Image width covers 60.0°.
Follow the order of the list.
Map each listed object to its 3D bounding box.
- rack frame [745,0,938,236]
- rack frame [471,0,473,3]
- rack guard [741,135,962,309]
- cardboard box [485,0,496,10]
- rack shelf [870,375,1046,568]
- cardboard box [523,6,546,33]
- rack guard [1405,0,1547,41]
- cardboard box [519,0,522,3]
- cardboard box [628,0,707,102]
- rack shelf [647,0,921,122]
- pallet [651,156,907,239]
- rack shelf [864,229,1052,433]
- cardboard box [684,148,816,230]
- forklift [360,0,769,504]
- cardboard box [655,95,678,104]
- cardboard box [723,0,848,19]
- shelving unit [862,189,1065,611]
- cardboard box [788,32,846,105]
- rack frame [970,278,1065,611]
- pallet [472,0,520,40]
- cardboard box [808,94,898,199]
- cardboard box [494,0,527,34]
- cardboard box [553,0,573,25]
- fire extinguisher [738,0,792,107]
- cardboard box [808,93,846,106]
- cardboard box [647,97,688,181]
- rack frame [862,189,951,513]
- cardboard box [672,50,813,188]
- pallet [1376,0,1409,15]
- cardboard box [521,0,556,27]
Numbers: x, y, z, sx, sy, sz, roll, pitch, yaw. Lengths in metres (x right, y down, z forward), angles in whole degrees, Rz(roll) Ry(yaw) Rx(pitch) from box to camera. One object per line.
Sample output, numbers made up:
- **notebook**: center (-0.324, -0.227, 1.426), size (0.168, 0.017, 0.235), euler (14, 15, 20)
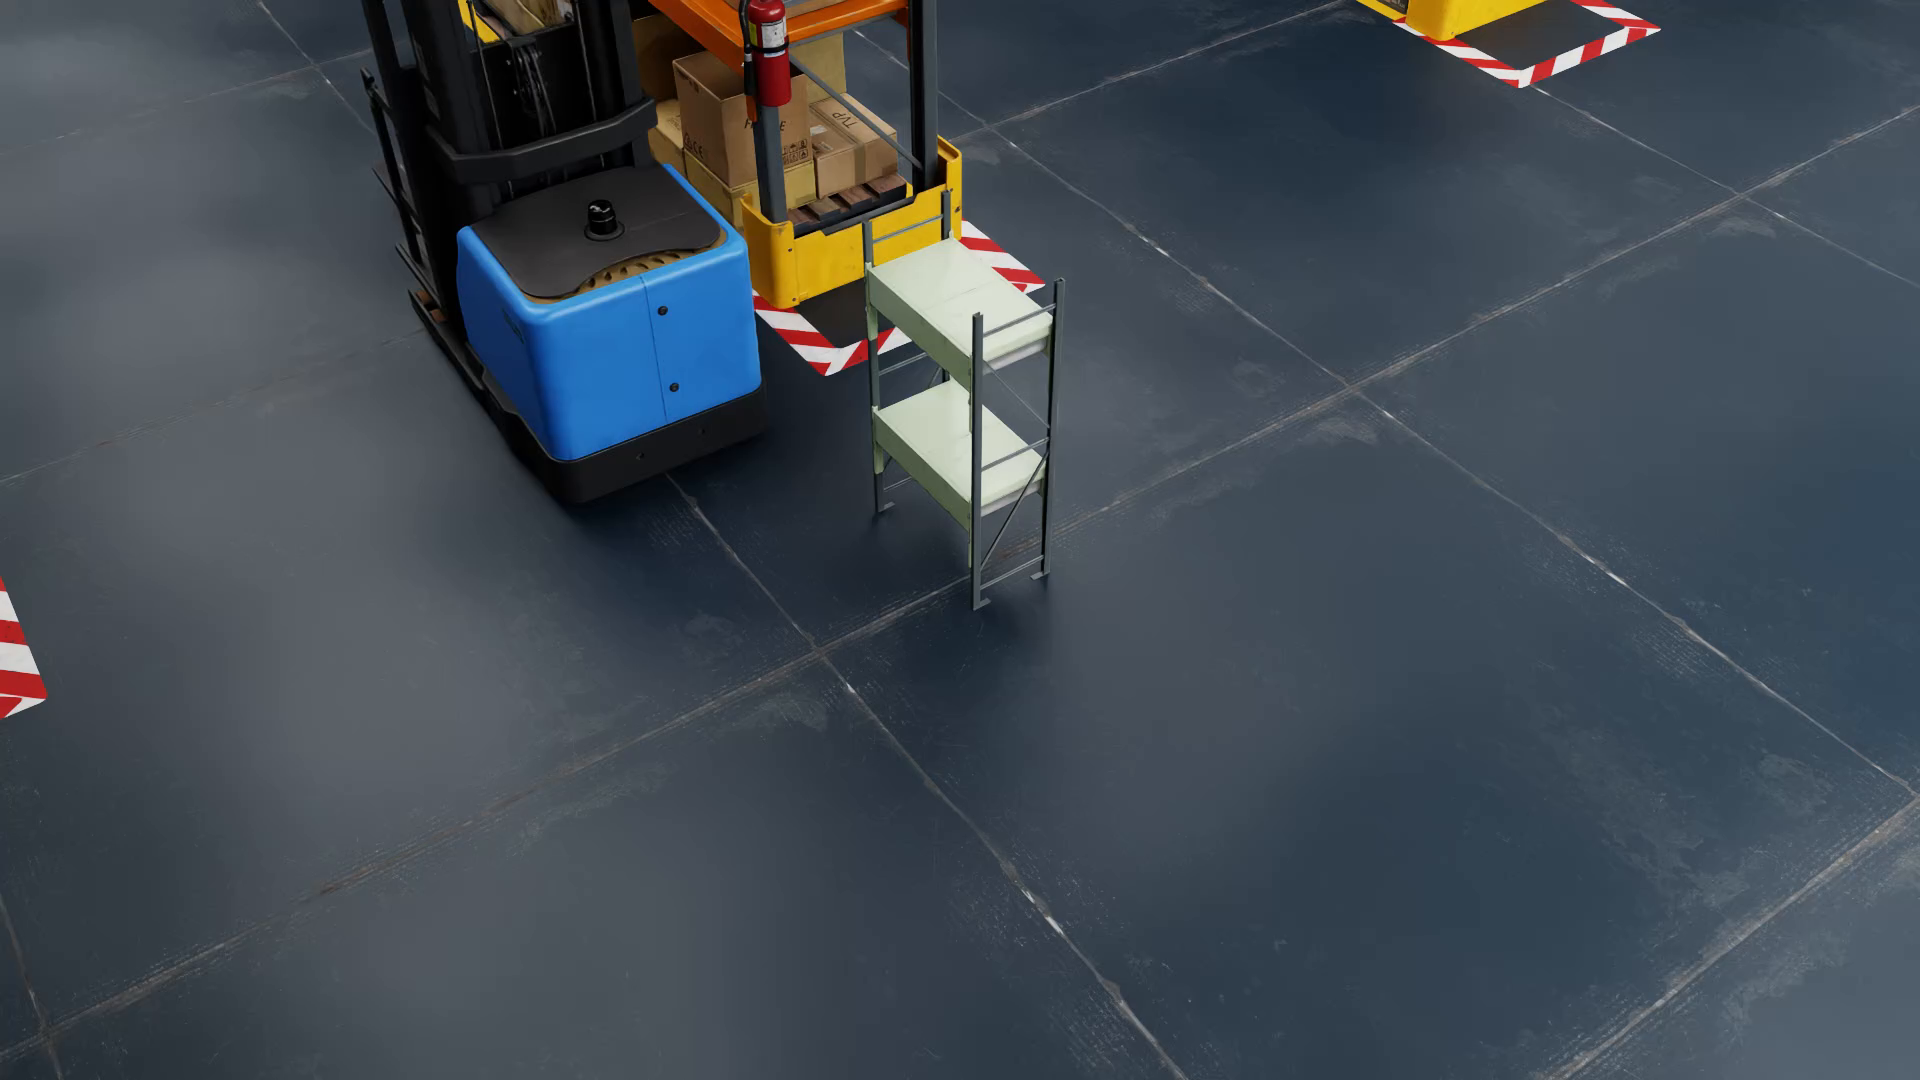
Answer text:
- **rack frame**: center (-0.557, -2.585, 7.777), size (1.000, 3.000, 0.127), euler (-26, 49, -24)
- **rack frame**: center (-2.846, -4.850, 10.150), size (1.000, 3.000, 0.127), euler (-26, 49, -24)
- **rack guard**: center (-0.543, -1.667, 8.625), size (1.175, 0.500, 0.348), euler (-26, 49, -24)
- **cardboard box**: center (-2.829, -3.625, 10.553), size (0.500, 0.250, 0.500), euler (-26, 49, -24)
- **rack shelf**: center (0.004, -0.303, 6.944), size (0.431, 0.370, 0.720), euler (-26, 49, -24)
- **cardboard box**: center (-2.265, -3.055, 9.956), size (0.500, 0.250, 0.500), euler (-26, 49, -24)
- **rack guard**: center (3.426, -3.660, 10.713), size (1.175, 0.500, 0.348), euler (-26, 49, -24)
- **cardboard box**: center (-2.545, -3.613, 9.997), size (0.500, 0.500, 0.500), euler (-26, 49, -24)
- **cardboard box**: center (-1.692, -2.760, 9.104), size (0.500, 0.500, 0.500), euler (-26, 49, -24)
- **rack shelf**: center (-1.701, -3.458, 9.211), size (1.077, 0.370, 4.000), euler (-26, 49, -24)
- **pallet**: center (-1.029, -1.993, 9.176), size (1.003, 0.211, 1.213), euler (-26, 49, -24)
- **rack shelf**: center (0.004, -0.821, 6.450), size (0.431, 0.370, 0.720), euler (-26, 49, -24)
- **cardboard box**: center (-1.106, -1.929, 8.777), size (0.500, 0.250, 0.500), euler (-26, 49, -24)
- **forklift**: center (-2.107, -2.212, 7.435), size (1.130, 2.935, 3.031), euler (-24, 49, -23)
- **cardboard box**: center (-1.690, -2.490, 9.364), size (0.500, 0.250, 0.500), euler (-26, 49, -24)
- **cardboard box**: center (-0.814, -2.891, 8.024), size (0.700, 0.500, 0.500), euler (-26, 49, -24)
- **shelving unit**: center (0.004, -0.539, 6.719), size (0.431, 1.500, 0.755), euler (-26, 49, -24)
- **cardboard box**: center (-0.969, -2.688, 9.028), size (0.500, 0.500, 0.500), euler (-26, 49, -24)
- **rack frame**: center (0.213, -0.331, 6.502), size (0.400, 1.500, 0.023), euler (-26, 49, -24)
- **pallet**: center (-2.425, -3.375, 10.623), size (1.003, 0.211, 1.213), euler (-26, 49, -24)
- **cardboard box**: center (-0.682, -2.134, 8.991), size (0.500, 0.250, 0.500), euler (-26, 49, -24)
- **cardboard box**: center (-2.547, -3.340, 10.255), size (0.500, 0.250, 0.500), euler (-26, 49, -24)
- **cardboard box**: center (-1.977, -3.044, 9.401), size (0.500, 0.500, 0.500), euler (-26, 49, -24)
- **fire extinguisher**: center (-0.871, -2.307, 7.541), size (0.296, 0.674, 0.183), euler (-26, 49, -24)
- **cardboard box**: center (-0.971, -2.416, 9.286), size (0.500, 0.250, 0.500), euler (-26, 49, -24)
- **cardboard box**: center (-1.402, -2.208, 9.069), size (0.500, 0.250, 0.500), euler (-26, 49, -24)
- **rack frame**: center (-0.206, -0.746, 6.936), size (0.400, 1.500, 0.023), euler (-26, 49, -24)
- **cardboard box**: center (-1.108, -2.200, 8.517), size (0.500, 0.500, 0.500), euler (-26, 49, -24)
- **pallet**: center (2.965, -4.018, 11.297), size (1.003, 0.211, 1.213), euler (-26, 49, -24)
- **cardboard box**: center (-2.265, -3.326, 9.697), size (0.500, 0.500, 0.500), euler (-26, 49, -24)
